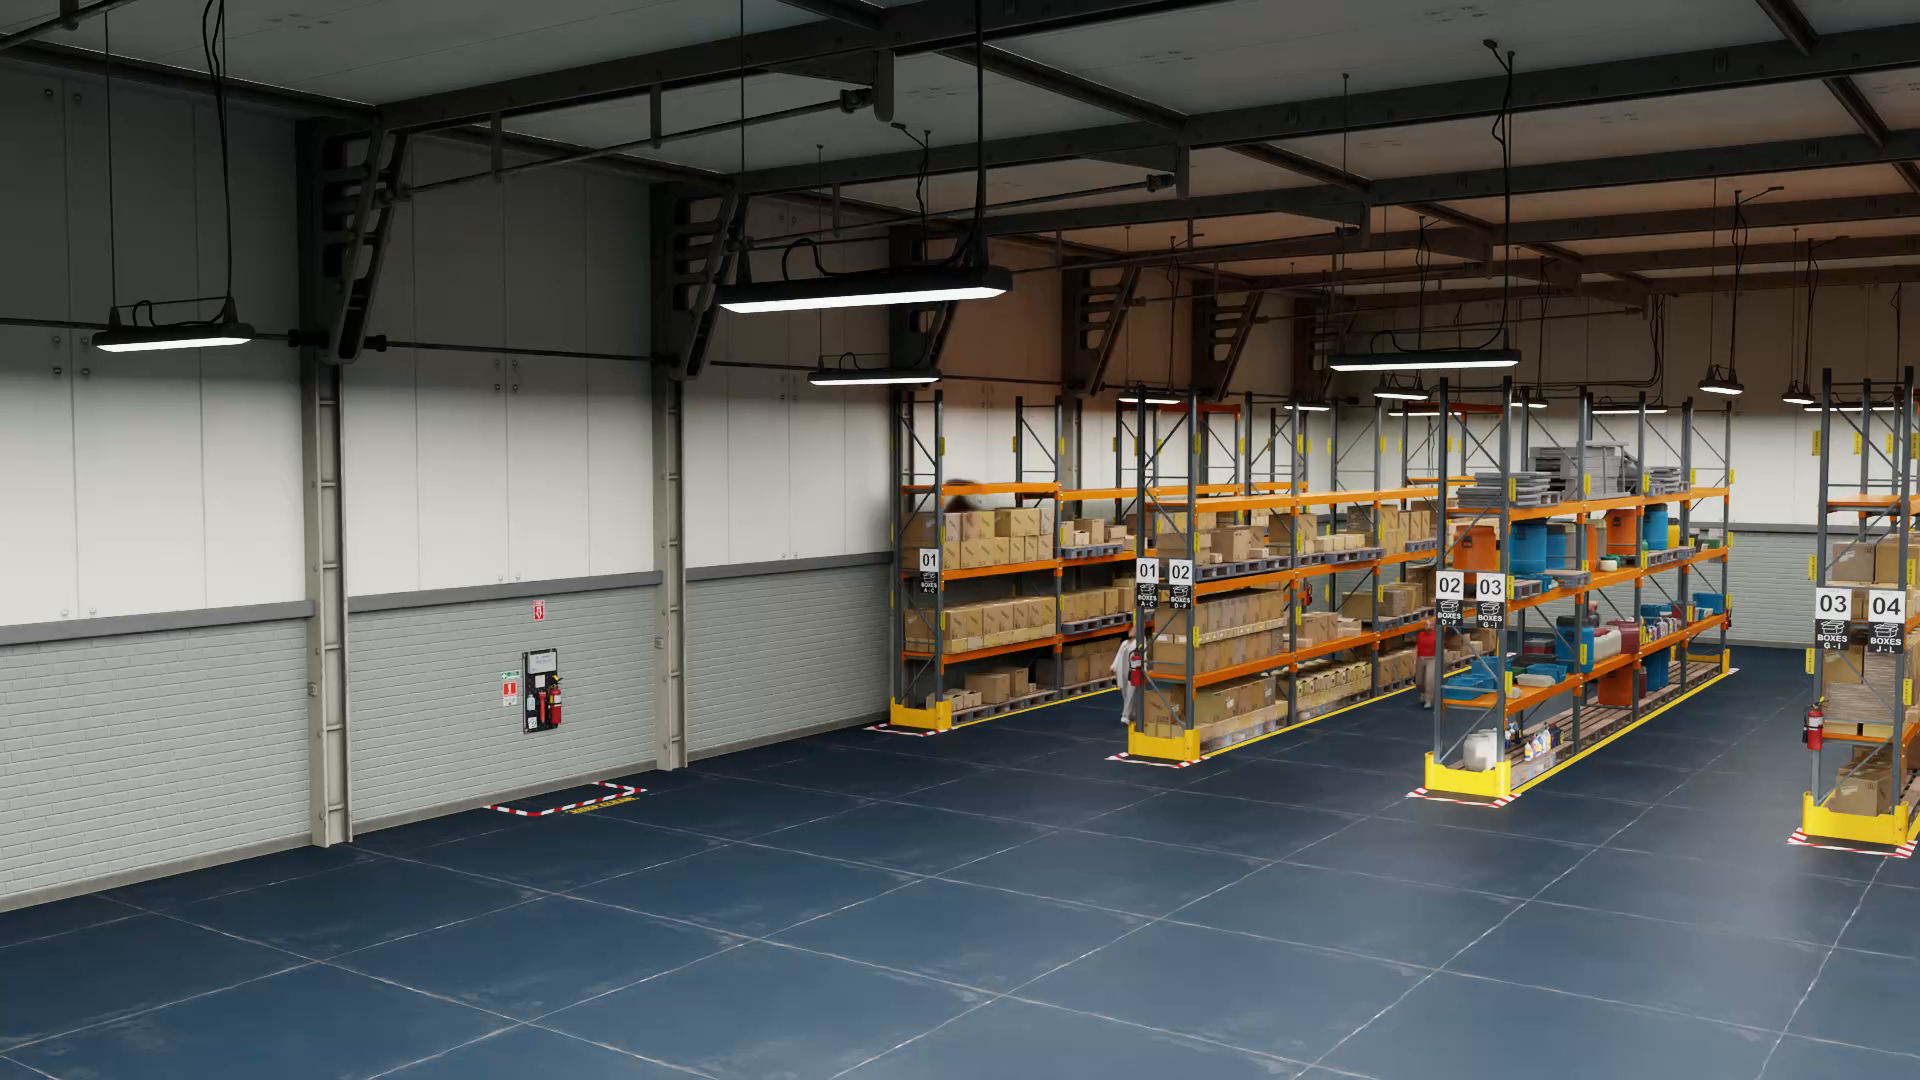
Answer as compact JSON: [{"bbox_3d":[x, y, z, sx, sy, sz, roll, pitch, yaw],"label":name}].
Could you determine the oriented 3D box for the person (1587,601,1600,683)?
[{"bbox_3d":[13.357,2.156,35.193,0.381,1.729,0.560,1,4,24],"label":"person"}]

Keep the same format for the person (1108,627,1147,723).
[{"bbox_3d":[3.023,2.418,30.117,0.695,1.702,1.091,2,4,27],"label":"person"}]

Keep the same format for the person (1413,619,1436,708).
[{"bbox_3d":[9.011,2.352,31.982,0.575,1.676,0.848,2,4,29],"label":"person"}]
